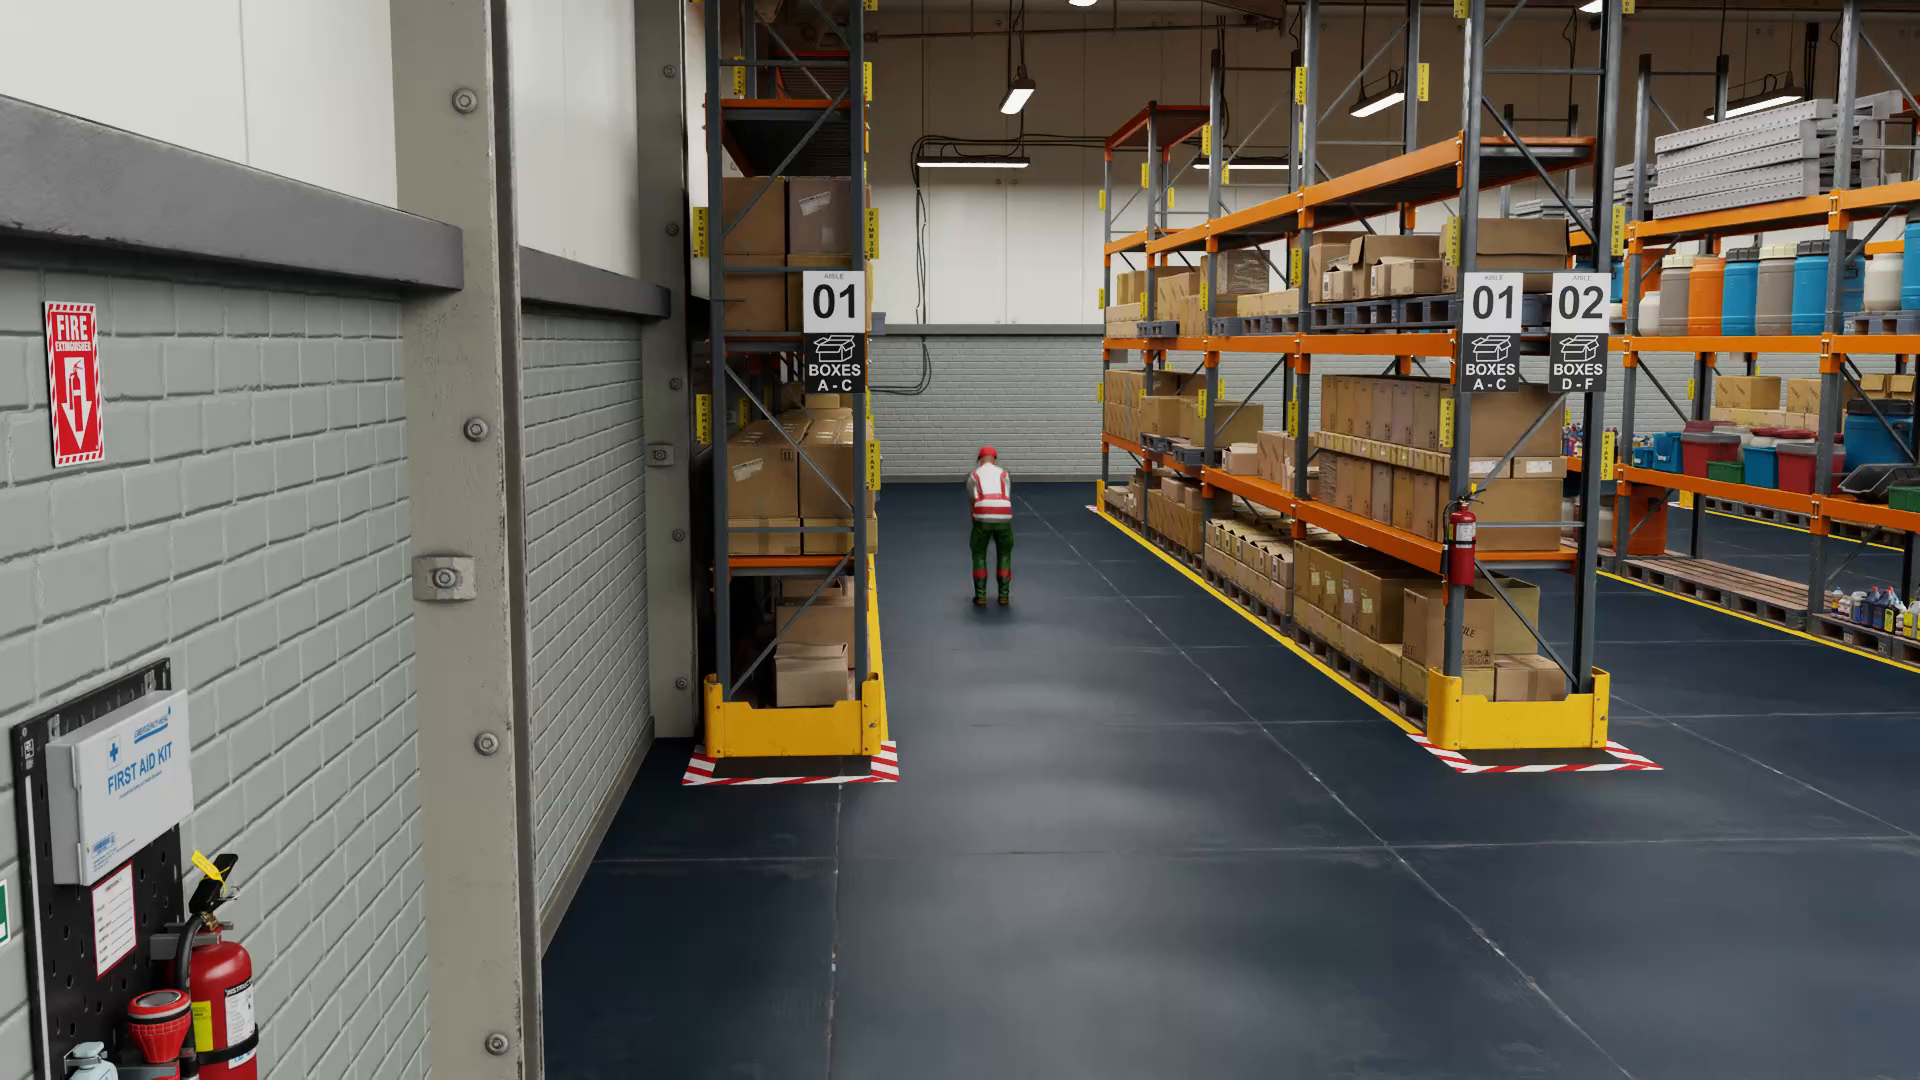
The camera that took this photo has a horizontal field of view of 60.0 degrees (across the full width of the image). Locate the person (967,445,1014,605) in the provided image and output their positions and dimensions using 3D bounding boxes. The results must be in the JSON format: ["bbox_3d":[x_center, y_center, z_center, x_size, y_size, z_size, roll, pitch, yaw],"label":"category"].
[{"bbox_3d":[0.318,-0.173,17.657,0.482,1.654,0.715,-1,7,-5],"label":"person"}]
